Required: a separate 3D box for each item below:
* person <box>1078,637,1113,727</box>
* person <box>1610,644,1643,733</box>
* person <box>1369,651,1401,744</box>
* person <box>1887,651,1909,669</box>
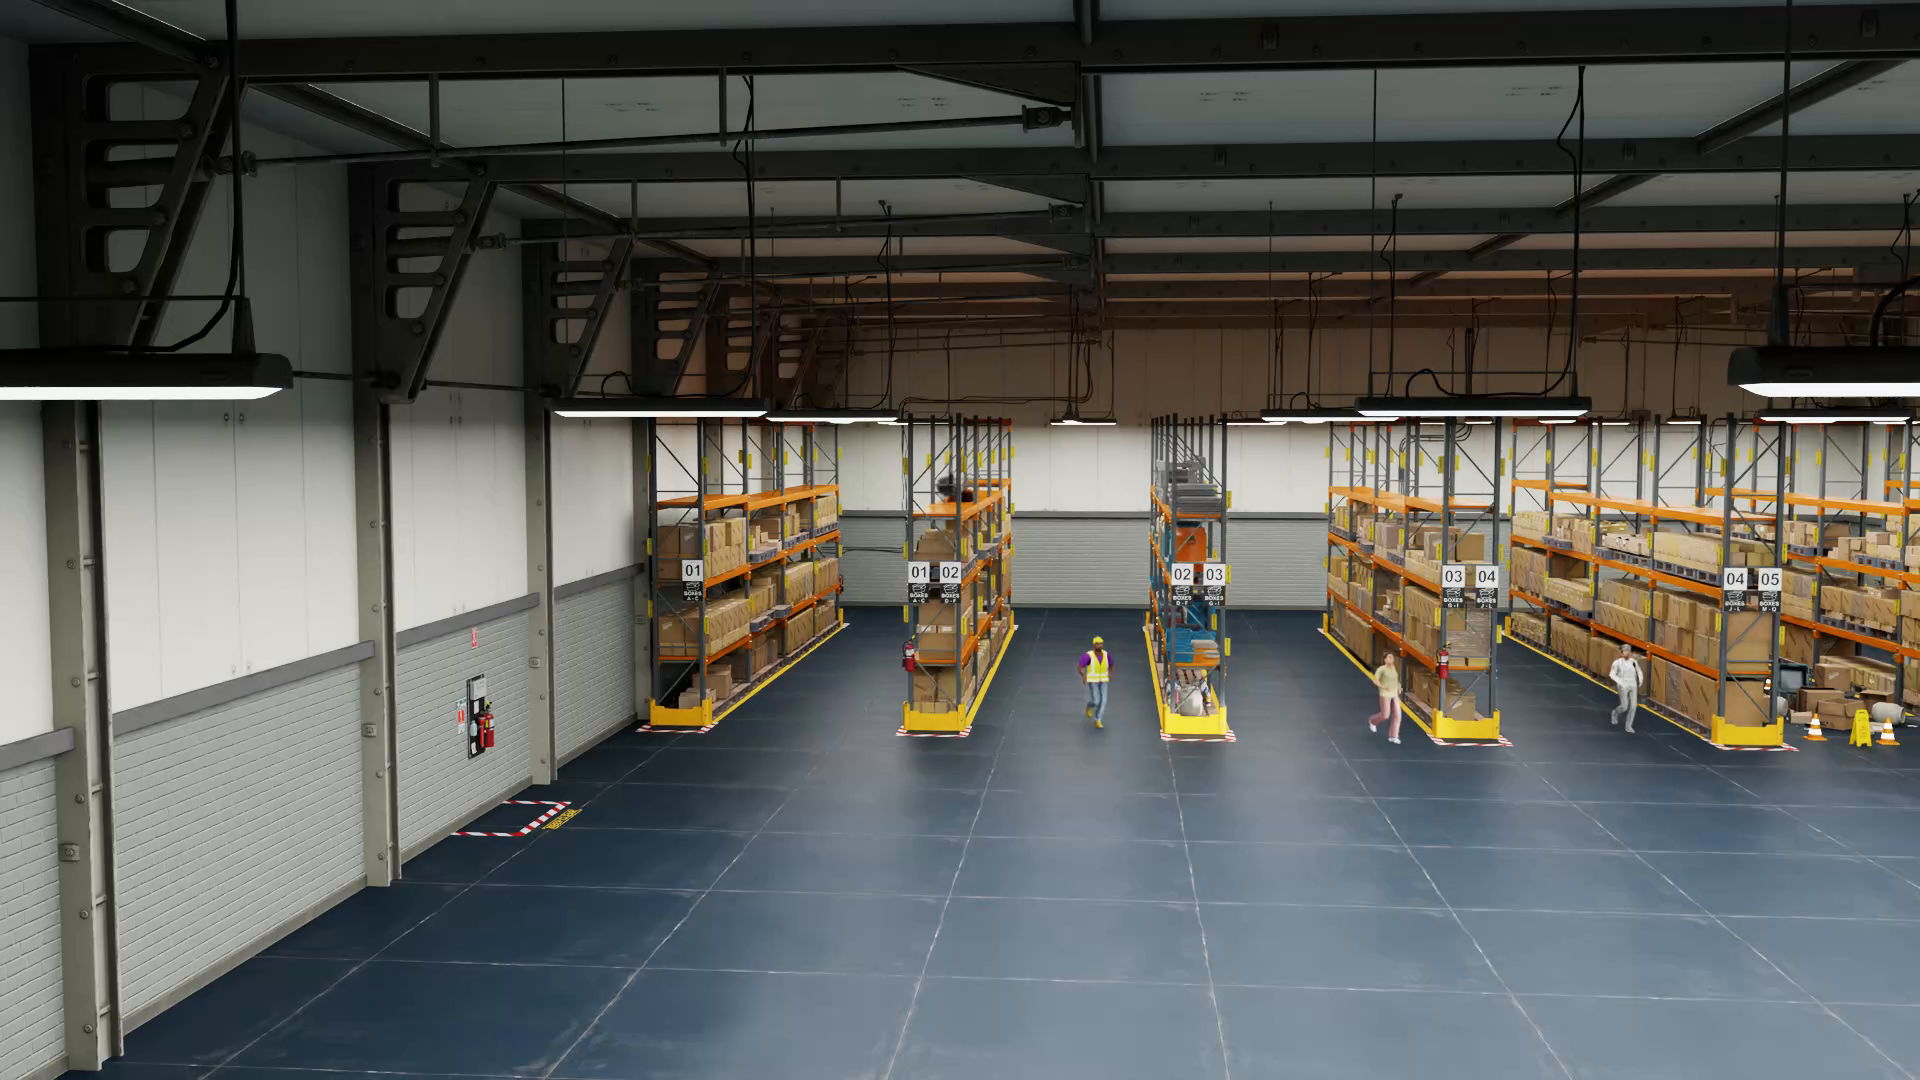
[{"bbox_3d":[2.637,2.719,31.992,0.705,1.722,0.585,-1,4,-16],"label":"person"},{"bbox_3d":[12.644,2.791,31.425,0.623,1.642,0.677,0,4,3],"label":"person"},{"bbox_3d":[7.803,2.854,30.420,0.595,1.654,0.834,-2,4,-26],"label":"person"},{"bbox_3d":[21.686,2.266,38.357,0.651,1.743,0.607,0,4,5],"label":"person"}]
